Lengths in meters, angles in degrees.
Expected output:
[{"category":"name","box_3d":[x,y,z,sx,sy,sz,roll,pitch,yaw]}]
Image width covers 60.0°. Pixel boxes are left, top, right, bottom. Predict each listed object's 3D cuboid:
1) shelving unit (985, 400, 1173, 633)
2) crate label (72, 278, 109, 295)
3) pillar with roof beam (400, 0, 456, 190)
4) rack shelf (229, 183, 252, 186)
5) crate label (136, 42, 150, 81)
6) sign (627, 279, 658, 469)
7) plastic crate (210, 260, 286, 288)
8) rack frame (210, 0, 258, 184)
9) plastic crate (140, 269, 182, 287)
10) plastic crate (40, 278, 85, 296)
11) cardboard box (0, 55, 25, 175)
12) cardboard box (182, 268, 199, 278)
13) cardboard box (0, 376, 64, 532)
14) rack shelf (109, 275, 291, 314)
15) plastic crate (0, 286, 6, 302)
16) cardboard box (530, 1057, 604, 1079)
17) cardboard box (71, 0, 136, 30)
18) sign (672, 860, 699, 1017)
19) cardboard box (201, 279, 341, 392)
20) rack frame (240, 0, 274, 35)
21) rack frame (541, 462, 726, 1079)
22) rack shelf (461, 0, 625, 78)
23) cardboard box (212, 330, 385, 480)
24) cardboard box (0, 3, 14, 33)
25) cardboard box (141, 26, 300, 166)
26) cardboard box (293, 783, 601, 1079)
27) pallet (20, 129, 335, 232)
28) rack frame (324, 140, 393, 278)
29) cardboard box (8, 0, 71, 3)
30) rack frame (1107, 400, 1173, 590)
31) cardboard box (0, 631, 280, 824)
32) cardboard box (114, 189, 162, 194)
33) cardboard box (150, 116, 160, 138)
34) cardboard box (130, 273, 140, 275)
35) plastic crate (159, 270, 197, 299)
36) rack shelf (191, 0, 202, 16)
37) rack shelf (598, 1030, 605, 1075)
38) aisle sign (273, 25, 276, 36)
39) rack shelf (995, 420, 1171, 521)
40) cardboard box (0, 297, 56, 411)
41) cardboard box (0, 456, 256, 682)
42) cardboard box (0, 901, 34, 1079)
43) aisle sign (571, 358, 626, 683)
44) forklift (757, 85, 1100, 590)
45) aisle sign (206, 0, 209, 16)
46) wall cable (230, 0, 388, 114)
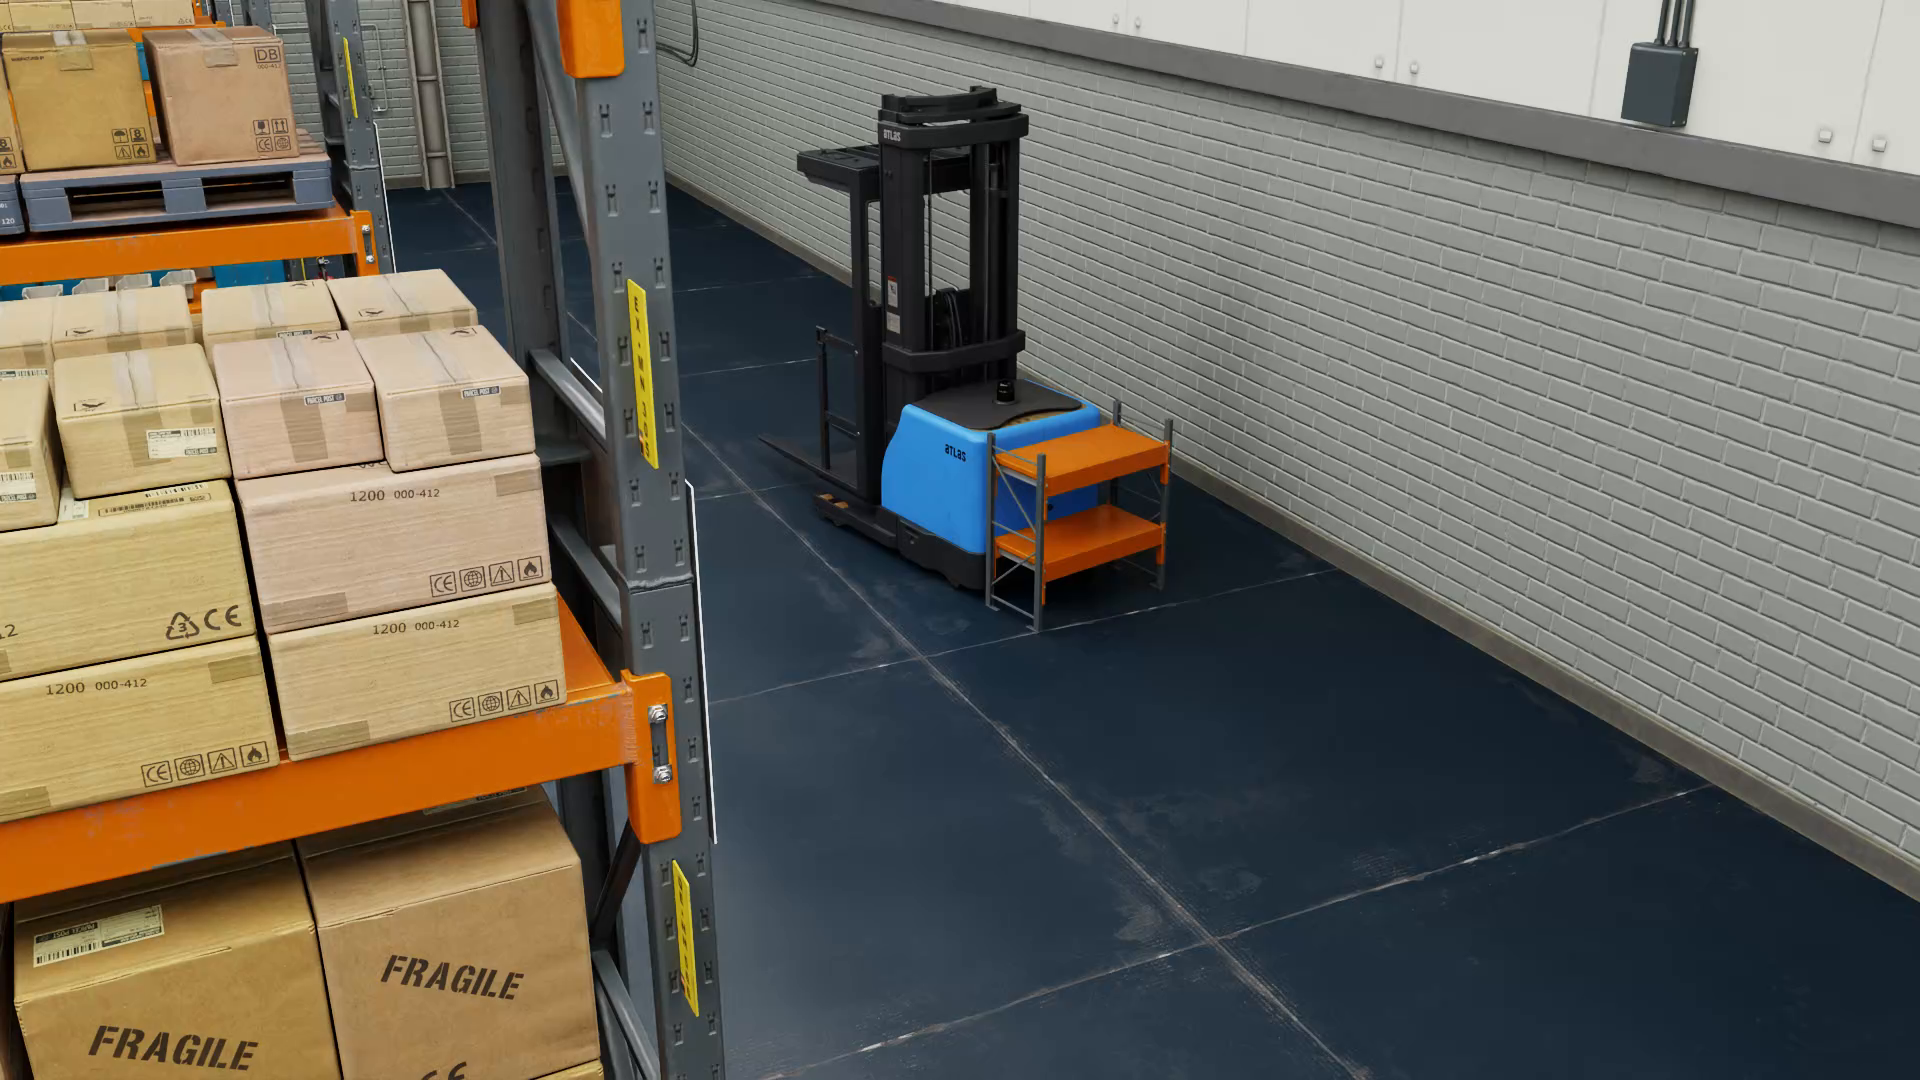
[{"category":"shelving unit","box_3d":[0.725,-0.162,10.168,1.048,1.125,0.538,-17,28,-35]},{"category":"crate label","box_3d":[-6.159,-1.737,11.790,0.243,0.136,0.396,-10,25,-24]},{"category":"pillar with roof beam","box_3d":[-5.367,-7.575,17.783,0.400,9.000,9.100,-10,25,-24]},{"category":"rack shelf","box_3d":[-8.942,-3.170,15.926,4.000,0.370,1.077,-10,25,-24]},{"category":"crate label","box_3d":[-5.966,-3.402,11.818,0.502,0.251,0.408,-10,25,-24]},{"category":"sign","box_3d":[-0.564,-0.294,2.958,0.005,0.325,0.100,-10,25,-24]},{"category":"plastic crate","box_3d":[-5.216,-2.050,12.157,0.499,0.435,0.616,-10,25,-24]},{"category":"rack frame","box_3d":[-7.140,-3.834,16.590,0.127,3.000,1.000,-10,25,-24]},{"category":"plastic crate","box_3d":[-5.953,-2.040,12.396,0.300,0.233,0.416,-10,25,-24]},{"category":"plastic crate","box_3d":[-6.547,-1.931,12.133,0.300,0.233,0.416,-10,25,-24]},{"category":"cardboard box","box_3d":[-4.296,-1.833,7.023,0.500,0.500,0.700,-12,25,-27]},{"category":"cardboard box","box_3d":[-7.523,-2.707,16.561,0.500,0.500,0.500,-10,25,-24]},{"category":"cardboard box","box_3d":[-1.646,-0.137,2.759,0.250,0.149,0.380,-10,25,-23]},{"category":"rack shelf","box_3d":[-6.797,-1.462,11.801,4.000,0.370,1.077,-10,25,-24]},{"category":"plastic crate","box_3d":[-6.734,-1.647,11.449,0.300,0.233,0.416,-10,25,-24]},{"category":"cardboard box","box_3d":[-1.080,1.286,3.701,0.500,0.500,0.500,-10,24,-23]},{"category":"cardboard box","box_3d":[-7.944,-4.895,15.428,0.500,0.250,0.500,-10,25,-24]},{"category":"sign","box_3d":[-0.564,0.820,3.419,0.005,0.325,0.100,-10,25,-24]},{"category":"cardboard box","box_3d":[-1.415,-0.414,3.427,0.250,0.149,0.380,-9,24,-21]},{"category":"rack frame","box_3d":[-4.995,-4.898,11.317,0.127,3.000,1.000,-10,25,-24]},{"category":"rack frame","box_3d":[-0.787,1.307,4.171,0.127,3.000,1.000,-10,25,-24]},{"category":"rack shelf","box_3d":[-2.589,-0.799,2.360,4.000,0.370,1.077,-10,25,-24]},{"category":"cardboard box","box_3d":[-1.214,-0.254,3.041,0.250,0.149,0.380,-10,25,-23]},{"category":"cardboard box","box_3d":[-8.846,-4.730,15.030,0.500,0.250,0.500,-10,25,-24]},{"category":"cardboard box","box_3d":[-3.292,-1.987,7.396,0.500,0.500,0.700,-12,25,-27]},{"category":"cardboard box","box_3d":[-1.091,0.823,3.513,0.500,0.500,0.500,-11,25,-25]},{"category":"pallet","box_3d":[-3.511,-1.638,7.478,1.213,0.211,1.003,-10,25,-24]},{"category":"rack frame","box_3d":[-2.847,-0.419,8.341,0.127,3.000,1.000,-10,25,-24]},{"category":"cardboard box","box_3d":[-8.395,-5.044,15.133,0.500,0.250,0.500,-10,25,-24]},{"category":"rack frame","box_3d":[1.125,-0.282,10.458,0.032,1.125,0.500,-17,28,-35]},{"category":"cardboard box","box_3d":[-1.538,0.244,3.013,0.500,0.250,0.500,-10,25,-24]},{"category":"cardboard box","box_3d":[-7.891,-3.625,15.954,0.500,0.500,0.500,-10,25,-23]},{"category":"cardboard box","box_3d":[-7.876,-4.089,15.769,0.500,0.500,0.500,-10,24,-22]},{"category":"cardboard box","box_3d":[-8.203,-2.691,16.850,0.500,0.250,0.500,-10,25,-24]},{"category":"plastic crate","box_3d":[-5.651,-1.834,12.026,0.243,0.136,0.396,-10,25,-24]},{"category":"rack shelf","box_3d":[-11.094,-6.262,19.475,4.000,0.370,1.077,-10,25,-24]},{"category":"rack shelf","box_3d":[-2.589,1.971,3.507,4.000,0.370,1.077,-10,25,-24]},{"category":"aisle sign","box_3d":[-4.803,-3.238,11.752,0.004,0.787,0.394,-10,25,-24]},{"category":"rack shelf","box_3d":[0.725,-0.432,10.056,1.000,0.278,0.538,-17,28,-35]},{"category":"cardboard box","box_3d":[-1.910,-0.354,3.282,0.250,0.149,0.380,-10,25,-23]},{"category":"cardboard box","box_3d":[-1.552,0.009,2.928,0.500,0.250,0.500,-11,25,-25]},{"category":"cardboard box","box_3d":[-2.012,0.996,3.094,0.500,0.500,0.500,-9,24,-21]},{"category":"aisle sign","box_3d":[-0.851,-0.010,3.953,0.004,0.787,0.394,-10,25,-24]},{"category":"forklift","box_3d":[-0.372,-1.549,11.160,1.130,2.935,3.031,-16,27,-33]},{"category":"aisle sign","box_3d":[-9.097,-6.650,19.994,0.004,0.787,0.394,-10,25,-24]},{"category":"wall cable","box_3d":[-8.548,-6.548,21.819,1.851,1.984,0.084,-10,25,-24]}]
